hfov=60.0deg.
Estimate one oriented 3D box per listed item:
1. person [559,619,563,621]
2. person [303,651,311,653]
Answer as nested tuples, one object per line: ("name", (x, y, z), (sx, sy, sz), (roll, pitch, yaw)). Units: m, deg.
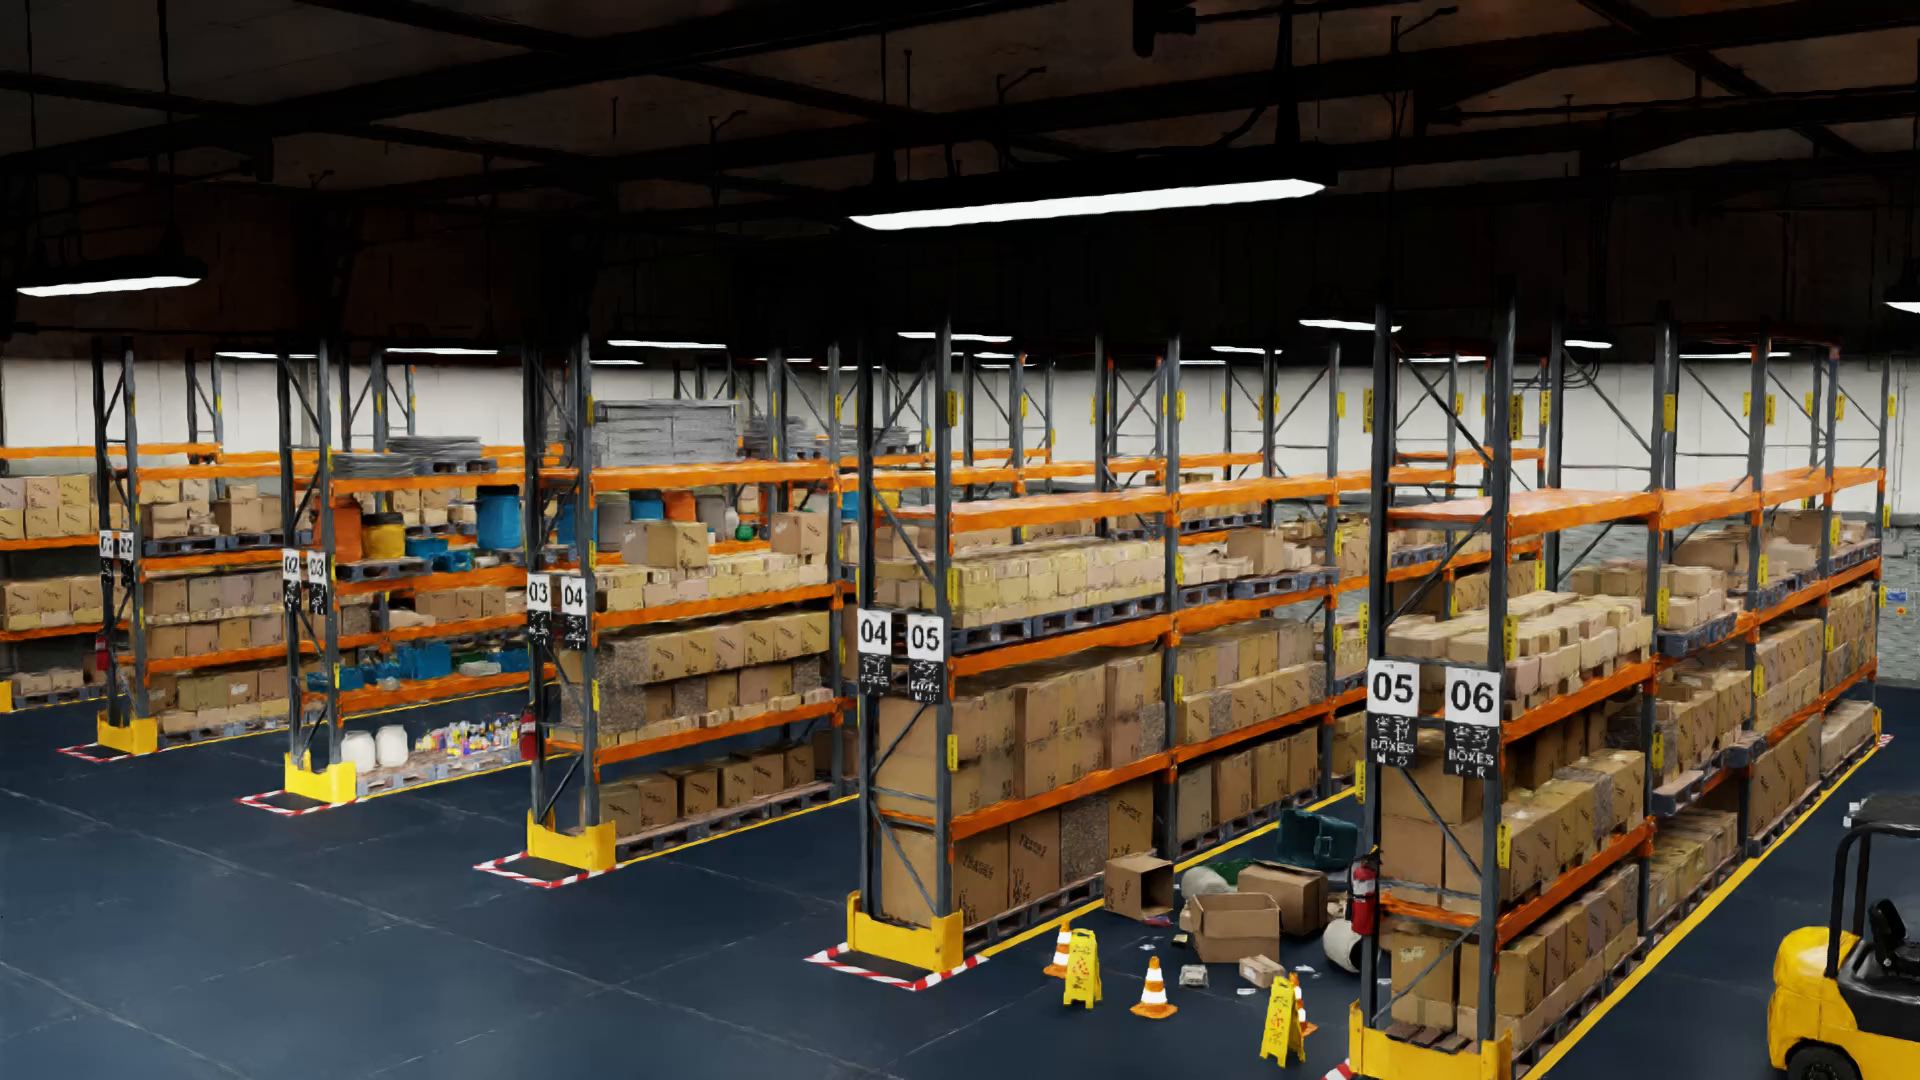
("person", (-7.937, 1.436, 33.703), (0.461, 1.583, 0.999), (4, 6, 36))
("person", (-11.992, 1.616, 30.553), (0.444, 1.781, 0.604), (1, 5, 13))
